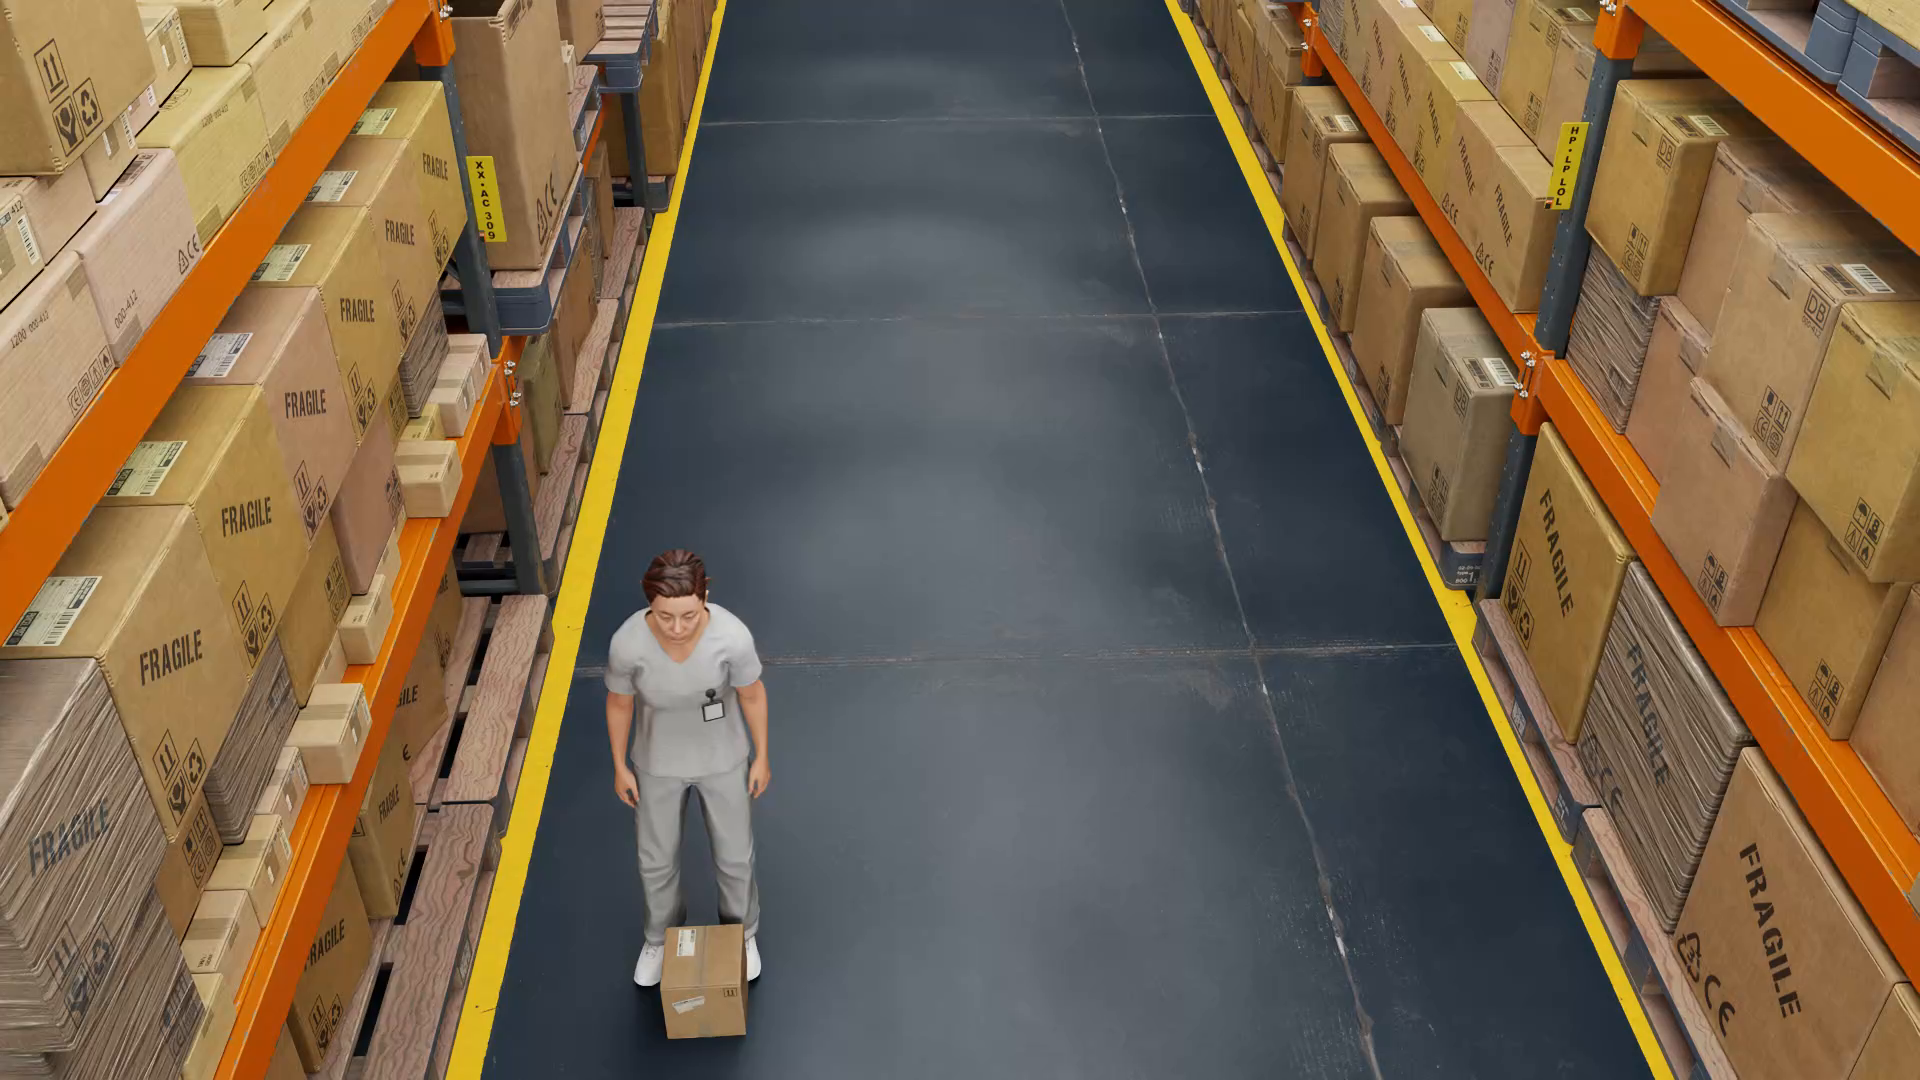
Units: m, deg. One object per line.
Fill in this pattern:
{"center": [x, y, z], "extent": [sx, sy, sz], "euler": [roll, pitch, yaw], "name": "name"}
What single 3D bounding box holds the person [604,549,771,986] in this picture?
{"center": [-0.839, 0.702, 5.160], "extent": [0.510, 1.671, 0.366], "euler": [-4, 36, -5], "name": "person"}
